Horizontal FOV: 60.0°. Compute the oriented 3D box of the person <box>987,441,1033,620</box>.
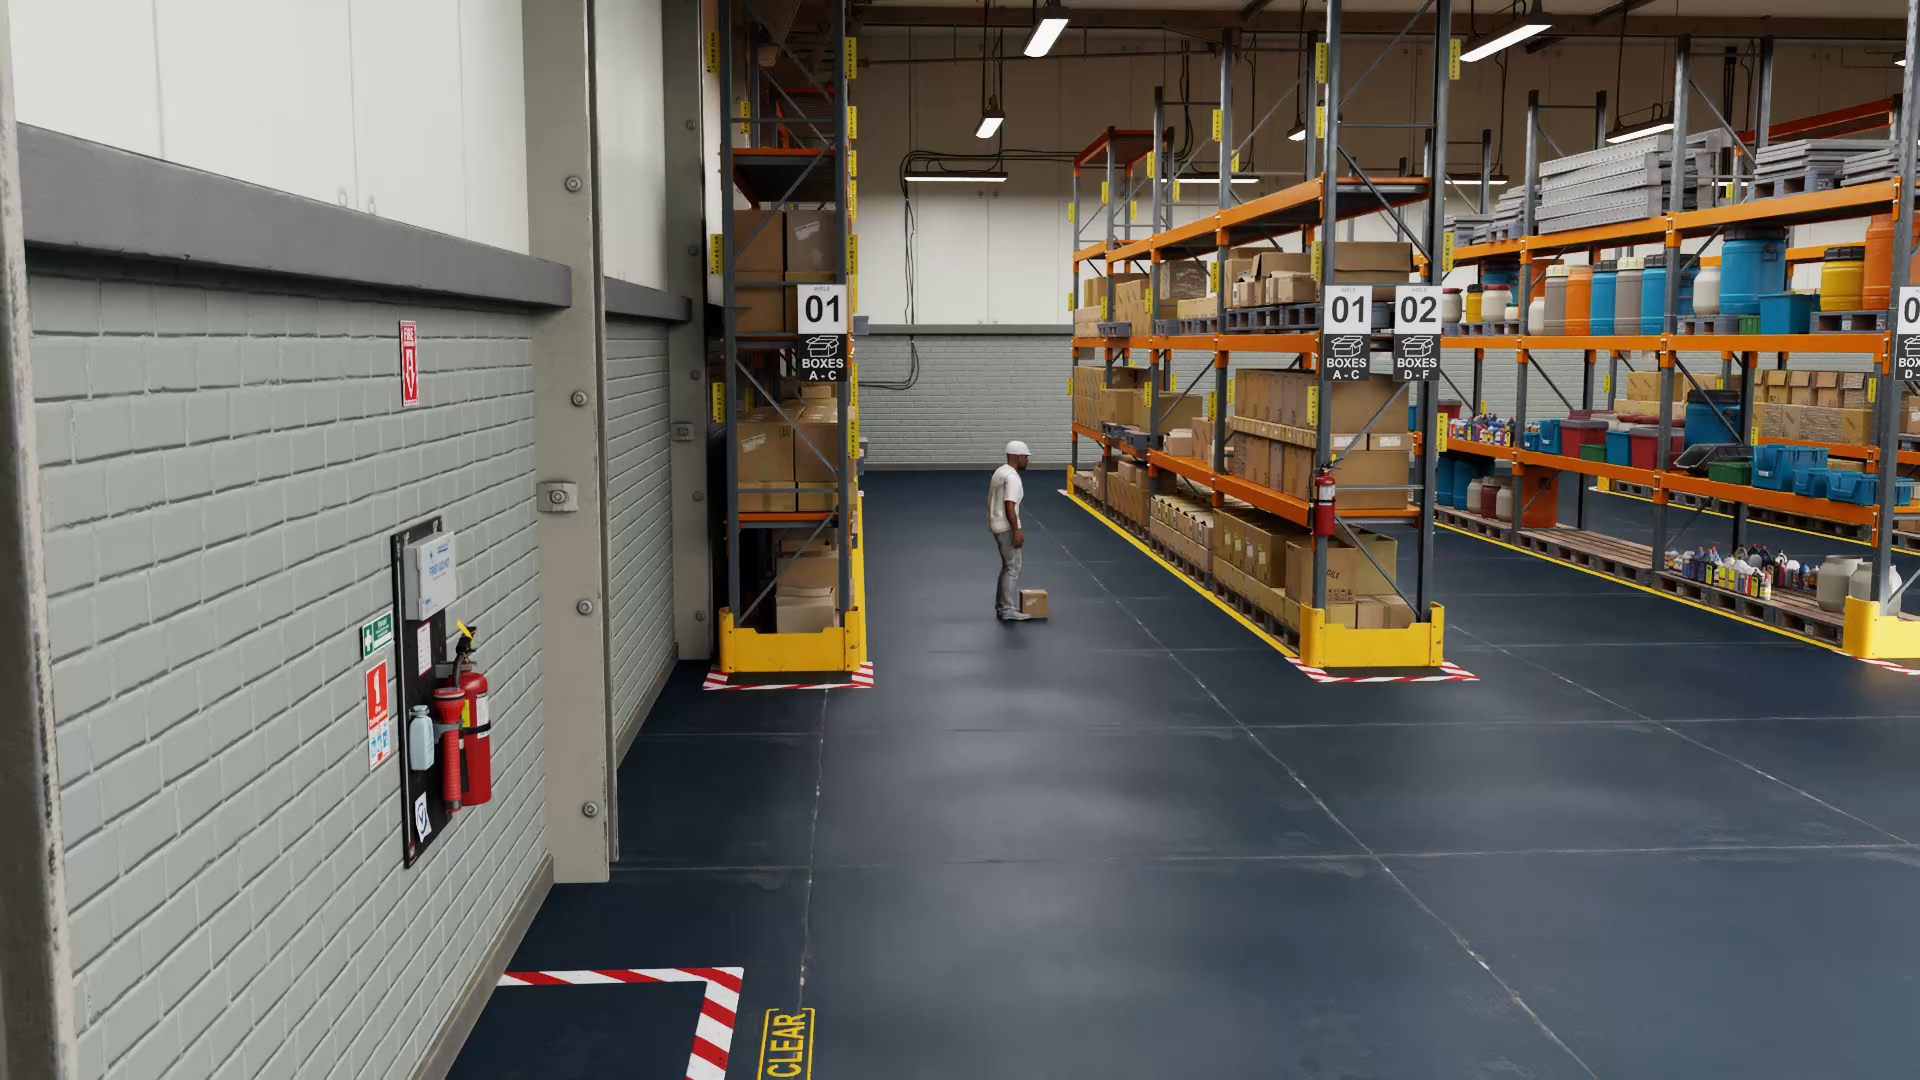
[{"bbox_3d":[0.506,-0.106,16.560,0.459,1.760,0.634,-1,7,-7],"label":"person"}]
